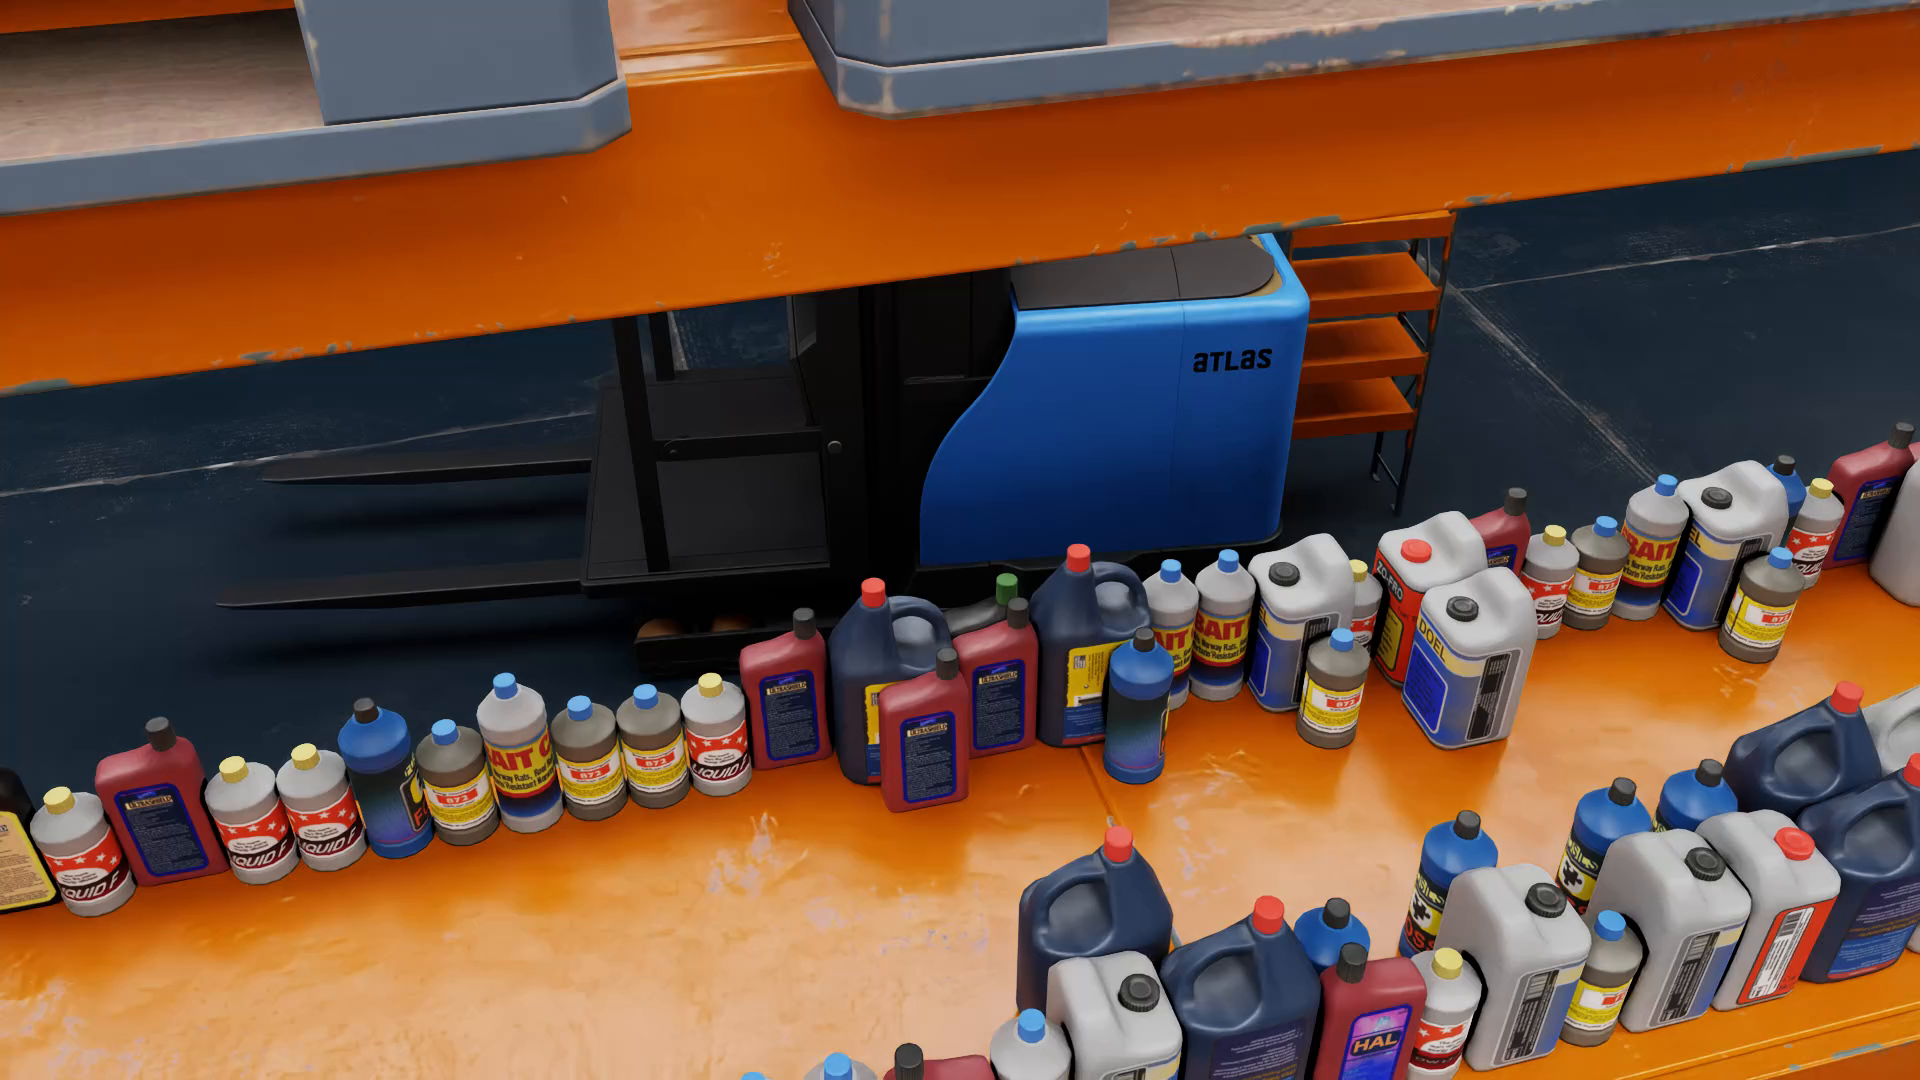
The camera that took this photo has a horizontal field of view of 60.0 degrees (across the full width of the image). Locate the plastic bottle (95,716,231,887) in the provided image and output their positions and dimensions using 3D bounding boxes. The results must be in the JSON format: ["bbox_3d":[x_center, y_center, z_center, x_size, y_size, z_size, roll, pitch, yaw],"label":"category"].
[{"bbox_3d":[-1.150,0.374,2.388,0.133,0.283,0.061,-9,38,-12],"label":"plastic bottle"}]

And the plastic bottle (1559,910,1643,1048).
[{"bbox_3d":[0.839,0.569,2.200,0.097,0.201,0.097,0,37,0],"label":"plastic bottle"}]

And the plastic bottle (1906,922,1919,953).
[{"bbox_3d":[1.407,0.402,2.296,0.185,0.351,0.144,-9,38,-12],"label":"plastic bottle"}]

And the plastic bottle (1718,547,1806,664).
[{"bbox_3d":[1.360,0.102,2.811,0.097,0.201,0.097,0,37,0],"label":"plastic bottle"}]

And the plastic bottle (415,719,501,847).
[{"bbox_3d":[-0.752,0.353,2.484,0.097,0.201,0.097,0,37,0],"label":"plastic bottle"}]

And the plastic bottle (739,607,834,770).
[{"bbox_3d":[-0.270,0.230,2.577,0.133,0.283,0.061,-9,38,-12],"label":"plastic bottle"}]

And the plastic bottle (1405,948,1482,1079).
[{"bbox_3d":[0.615,0.606,2.152,0.097,0.201,0.097,0,37,0],"label":"plastic bottle"}]

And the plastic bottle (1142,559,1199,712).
[{"bbox_3d":[0.332,0.147,2.695,0.097,0.271,0.097,0,37,0],"label":"plastic bottle"}]

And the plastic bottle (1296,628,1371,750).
[{"bbox_3d":[0.596,0.227,2.648,0.097,0.201,0.097,0,37,0],"label":"plastic bottle"}]

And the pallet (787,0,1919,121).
[{"bbox_3d":[0.384,-0.709,1.394,1.213,0.211,1.003,-9,38,-12],"label":"pallet"}]

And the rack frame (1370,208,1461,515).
[{"bbox_3d":[1.390,-0.628,5.082,0.015,1.200,0.240,-6,38,-7],"label":"rack frame"}]

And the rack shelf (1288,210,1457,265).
[{"bbox_3d":[1.149,-0.917,4.813,0.480,0.148,0.258,-6,38,-7],"label":"rack shelf"}]

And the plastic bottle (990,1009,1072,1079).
[{"bbox_3d":[0.084,0.665,2.017,0.097,0.271,0.097,0,37,0],"label":"plastic bottle"}]

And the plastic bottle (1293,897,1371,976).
[{"bbox_3d":[0.470,0.564,2.150,0.097,0.271,0.097,0,37,0],"label":"plastic bottle"}]

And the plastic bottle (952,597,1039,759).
[{"bbox_3d":[0.053,0.215,2.596,0.133,0.283,0.061,-9,38,-12],"label":"plastic bottle"}]

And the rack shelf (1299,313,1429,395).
[{"bbox_3d":[1.150,-0.551,5.093,0.480,0.148,0.258,-6,38,-7],"label":"rack shelf"}]

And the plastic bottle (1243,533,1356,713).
[{"bbox_3d":[0.545,0.127,2.717,0.135,0.276,0.152,-9,38,-12],"label":"plastic bottle"}]

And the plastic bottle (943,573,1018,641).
[{"bbox_3d":[0.038,0.179,2.643,0.133,0.283,0.061,-9,38,-12],"label":"plastic bottle"}]

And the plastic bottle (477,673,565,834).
[{"bbox_3d":[-0.658,0.310,2.482,0.097,0.271,0.097,0,37,0],"label":"plastic bottle"}]

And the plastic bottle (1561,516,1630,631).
[{"bbox_3d":[1.097,0.049,2.880,0.097,0.201,0.097,0,37,0],"label":"plastic bottle"}]

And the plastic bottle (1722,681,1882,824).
[{"bbox_3d":[1.191,0.347,2.368,0.185,0.351,0.144,-9,38,-12],"label":"plastic bottle"}]

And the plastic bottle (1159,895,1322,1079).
[{"bbox_3d":[0.344,0.577,2.068,0.185,0.351,0.144,-9,38,-12],"label":"plastic bottle"}]

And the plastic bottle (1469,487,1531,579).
[{"bbox_3d":[0.887,0.040,2.825,0.133,0.283,0.061,-9,38,-12],"label":"plastic bottle"}]

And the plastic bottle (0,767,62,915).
[{"bbox_3d":[-1.373,0.411,2.340,0.133,0.283,0.061,-9,38,-12],"label":"plastic bottle"}]

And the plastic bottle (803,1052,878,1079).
[{"bbox_3d":[-0.139,0.702,1.969,0.097,0.271,0.097,0,37,0],"label":"plastic bottle"}]

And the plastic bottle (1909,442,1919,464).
[{"bbox_3d":[1.744,-0.101,3.009,0.133,0.283,0.061,-9,38,-12],"label":"plastic bottle"}]

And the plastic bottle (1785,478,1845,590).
[{"bbox_3d":[1.509,-0.018,2.968,0.097,0.201,0.097,0,37,0],"label":"plastic bottle"}]

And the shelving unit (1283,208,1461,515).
[{"bbox_3d":[1.149,-0.604,5.052,0.503,1.200,0.258,-6,38,-7],"label":"shelving unit"}]

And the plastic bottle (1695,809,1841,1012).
[{"bbox_3d":[1.073,0.484,2.251,0.135,0.276,0.152,-9,38,-12],"label":"plastic bottle"}]

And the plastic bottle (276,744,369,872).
[{"bbox_3d":[-0.940,0.384,2.443,0.097,0.201,0.097,0,37,0],"label":"plastic bottle"}]

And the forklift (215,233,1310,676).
[{"bbox_3d":[-0.621,-1.118,4.300,3.031,2.935,1.130,-4,38,-6],"label":"forklift"}]

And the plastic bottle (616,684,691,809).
[{"bbox_3d":[-0.470,0.307,2.544,0.097,0.201,0.097,0,37,0],"label":"plastic bottle"}]

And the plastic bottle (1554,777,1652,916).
[{"bbox_3d":[0.893,0.437,2.316,0.097,0.271,0.097,0,37,0],"label":"plastic bottle"}]

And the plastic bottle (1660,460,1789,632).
[{"bbox_3d":[1.310,0.002,2.881,0.135,0.276,0.152,-9,38,-12],"label":"plastic bottle"}]
